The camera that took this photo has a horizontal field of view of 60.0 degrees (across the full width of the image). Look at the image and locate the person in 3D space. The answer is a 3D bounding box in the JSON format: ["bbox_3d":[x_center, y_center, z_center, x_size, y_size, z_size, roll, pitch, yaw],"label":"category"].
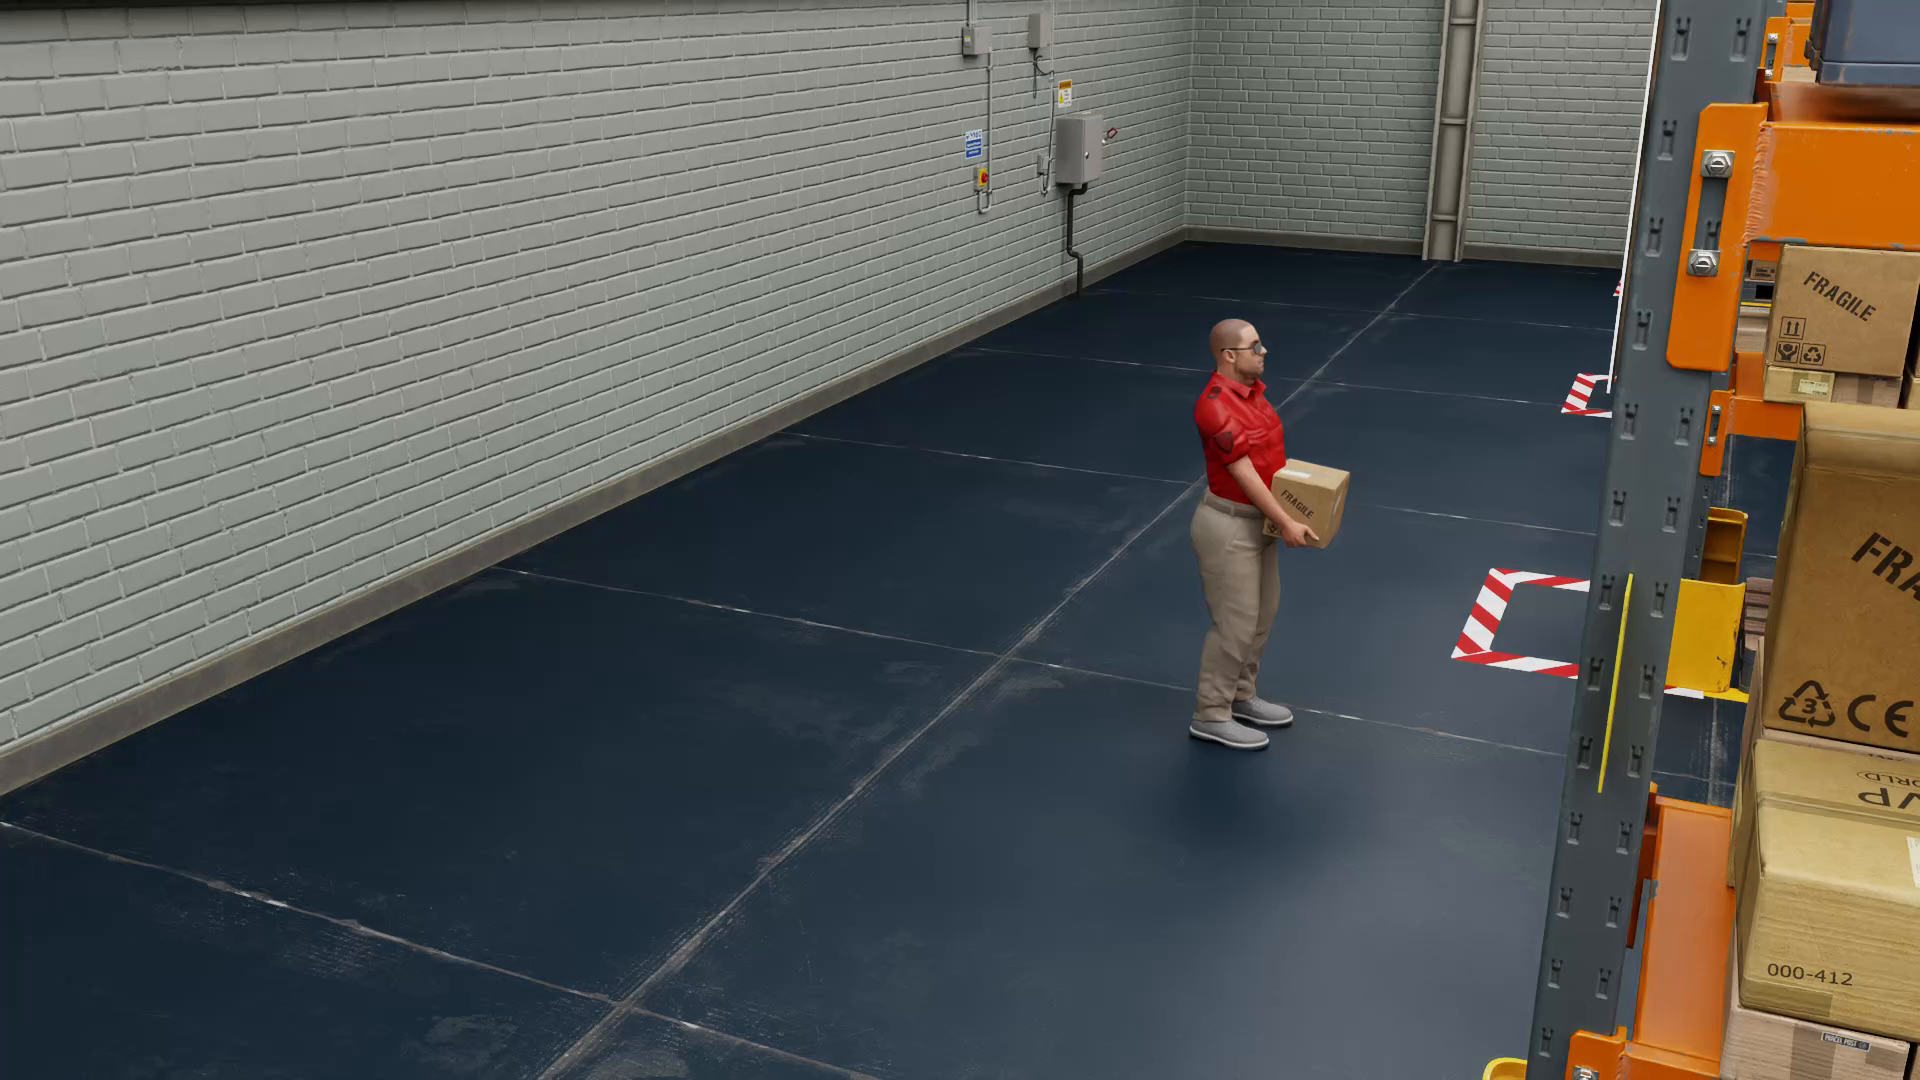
[{"bbox_3d":[1.211,-0.025,6.683,0.531,1.713,0.494,9,21,24],"label":"person"}]
